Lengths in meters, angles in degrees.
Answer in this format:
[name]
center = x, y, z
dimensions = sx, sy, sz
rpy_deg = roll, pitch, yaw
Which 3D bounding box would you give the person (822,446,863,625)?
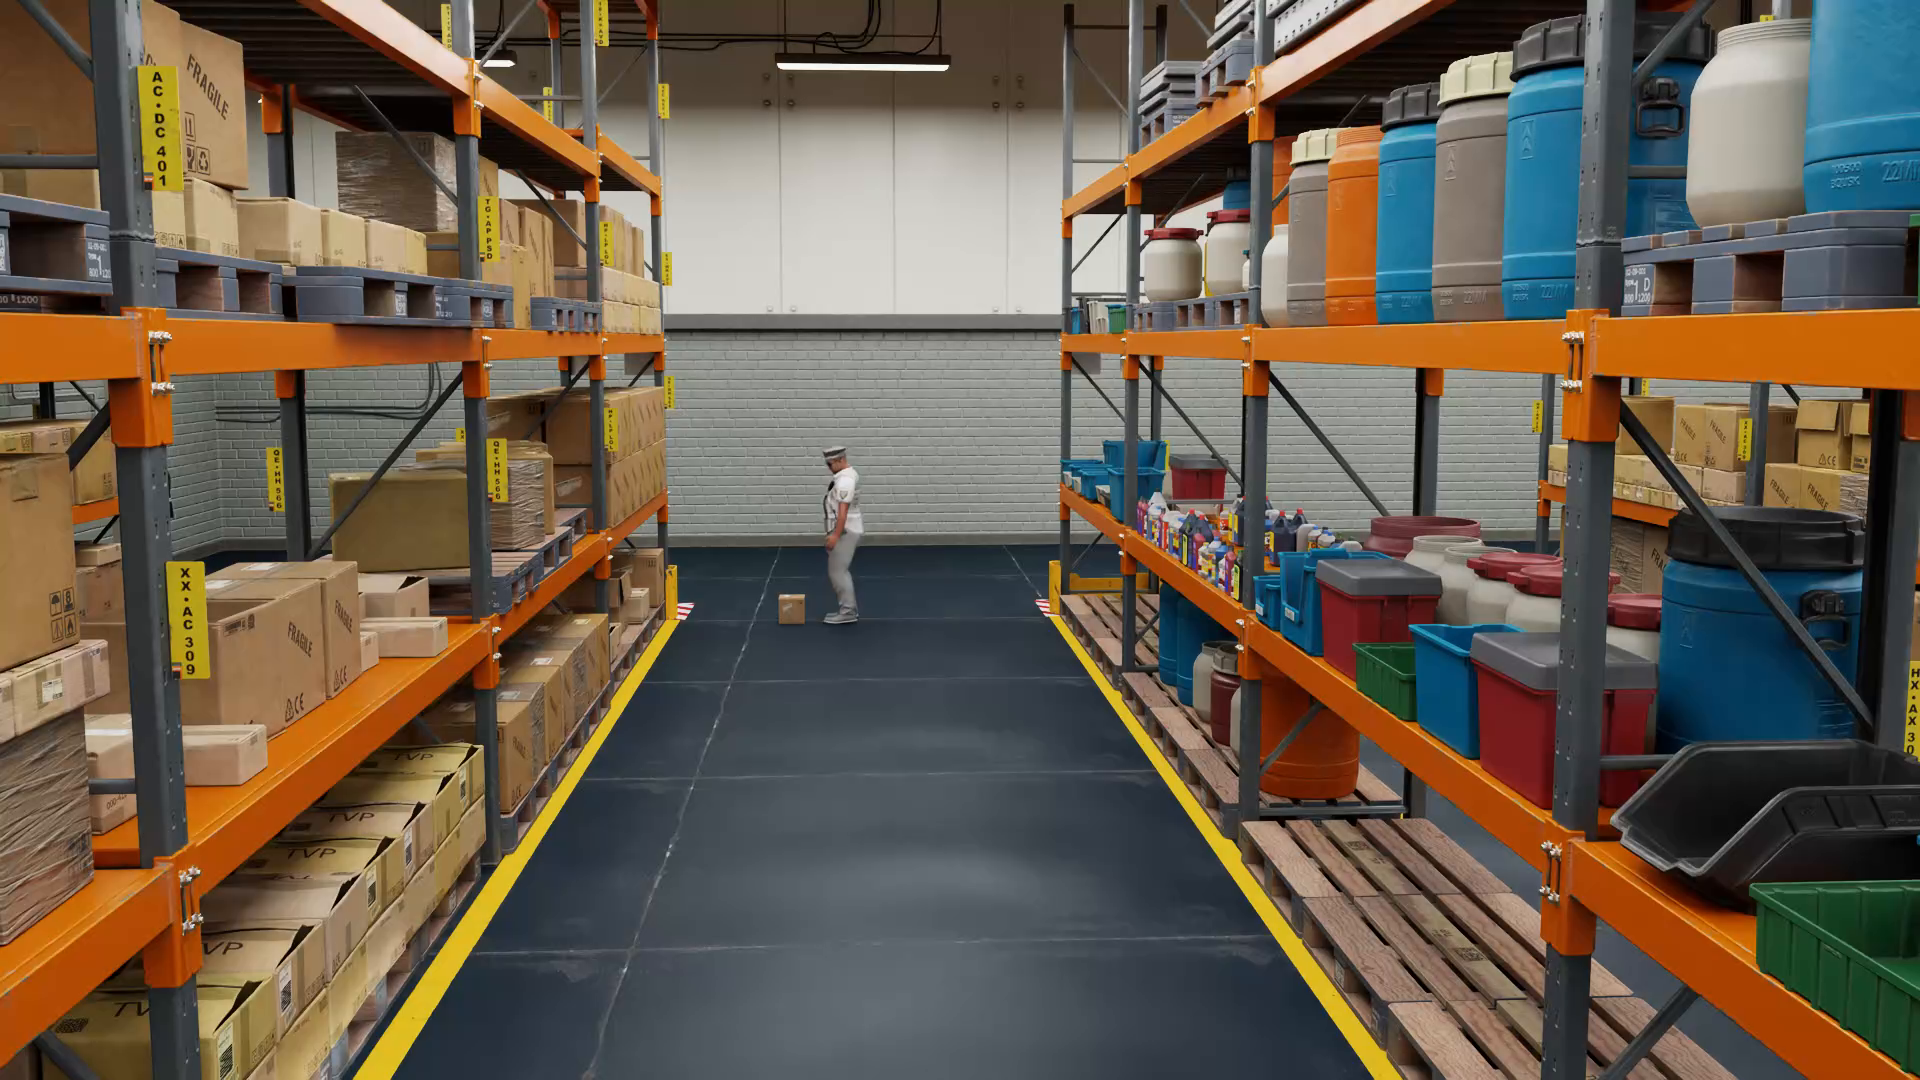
[person]
center = -1.144, -0.050, 16.267
dimensions = 0.392, 1.733, 0.538
rpy_deg = 0, 7, -3
